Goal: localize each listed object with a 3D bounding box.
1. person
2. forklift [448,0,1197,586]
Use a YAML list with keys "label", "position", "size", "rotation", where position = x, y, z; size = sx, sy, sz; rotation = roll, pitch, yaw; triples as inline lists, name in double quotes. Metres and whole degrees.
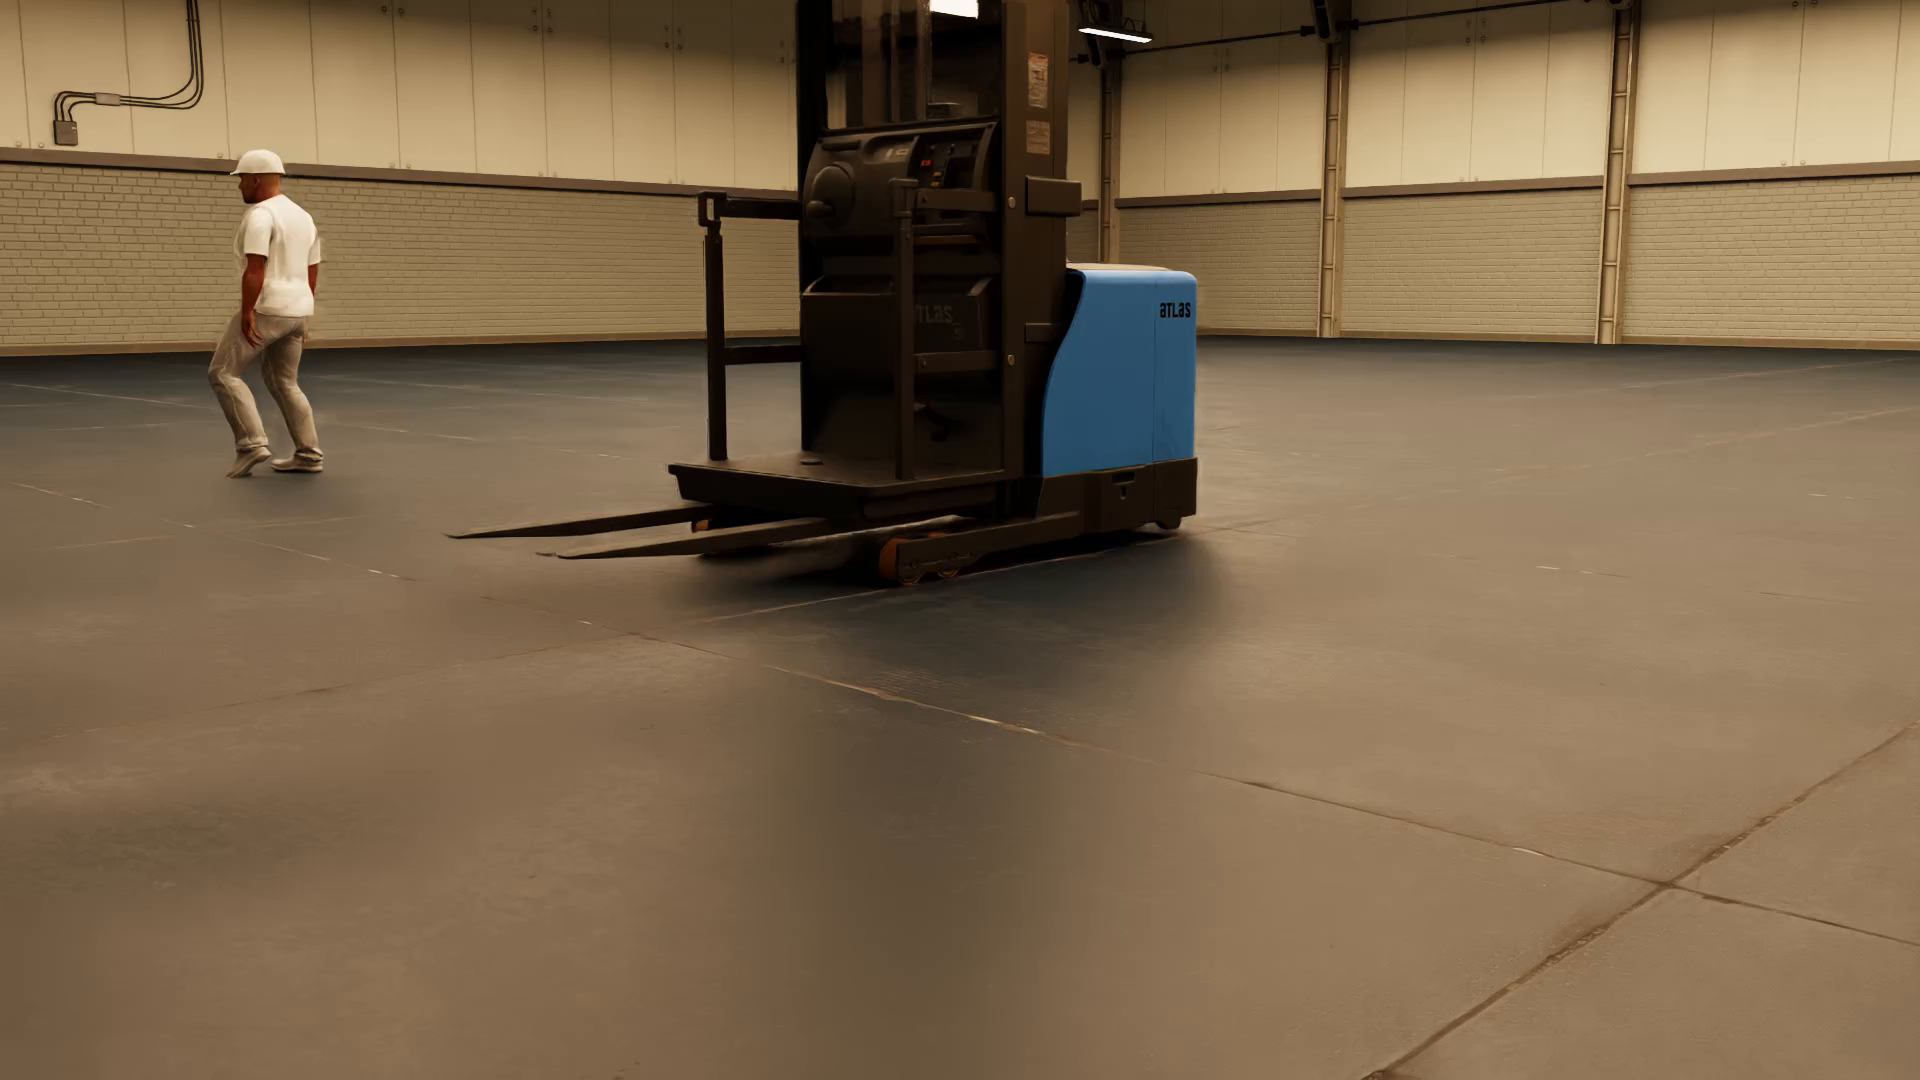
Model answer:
- label: "person"
  position: [-3.782, -1.214, 9.067]
  size: [0.498, 1.786, 0.677]
  rotation: [1, 9, 7]
- label: "forklift"
  position: [-0.376, -1.377, 6.019]
  size: [1.130, 2.935, 3.031]
  rotation: [8, 12, 42]
